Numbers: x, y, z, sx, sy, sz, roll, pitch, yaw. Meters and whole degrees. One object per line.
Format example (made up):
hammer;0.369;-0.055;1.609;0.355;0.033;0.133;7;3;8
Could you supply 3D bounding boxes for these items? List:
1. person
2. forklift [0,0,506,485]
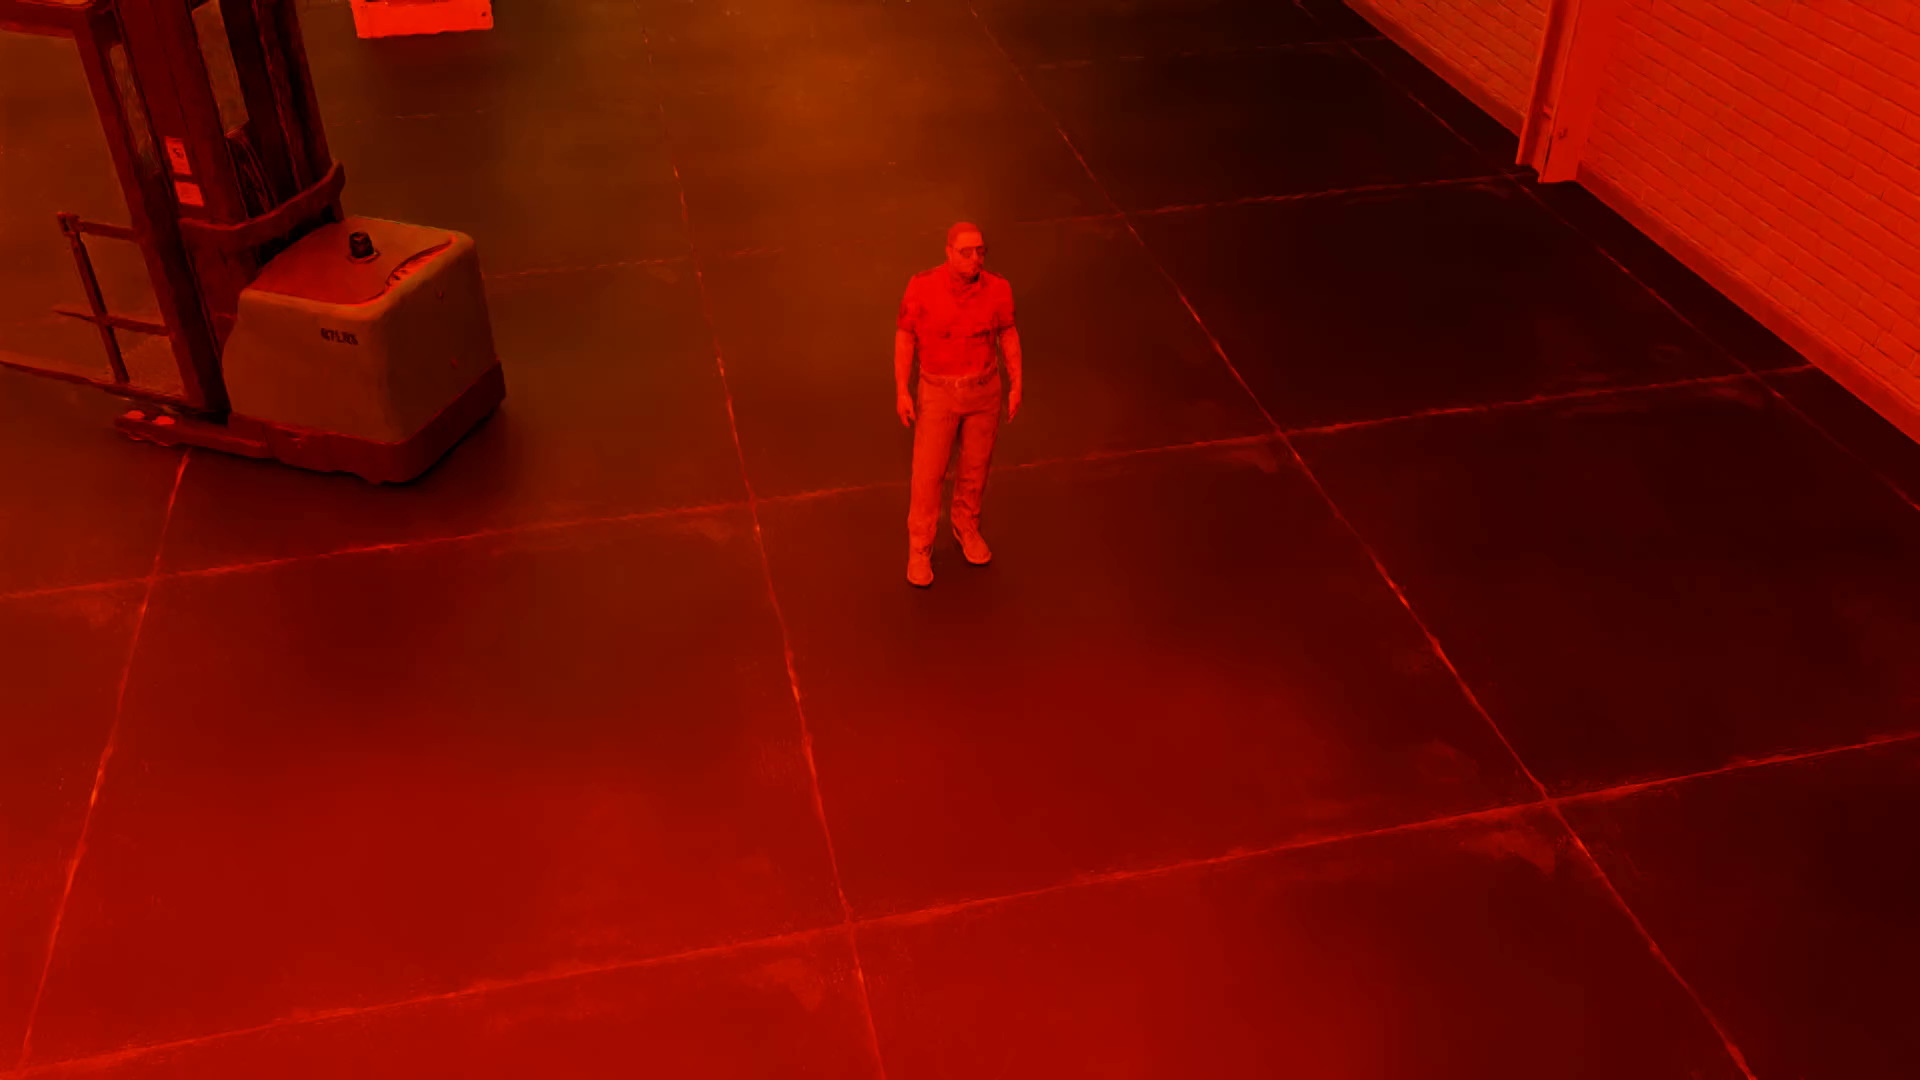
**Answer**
person;0.008;-0.655;7.977;0.640;1.727;0.550;-8;36;-11
forklift;-4.196;-1.994;8.822;3.031;2.935;1.130;11;37;15
